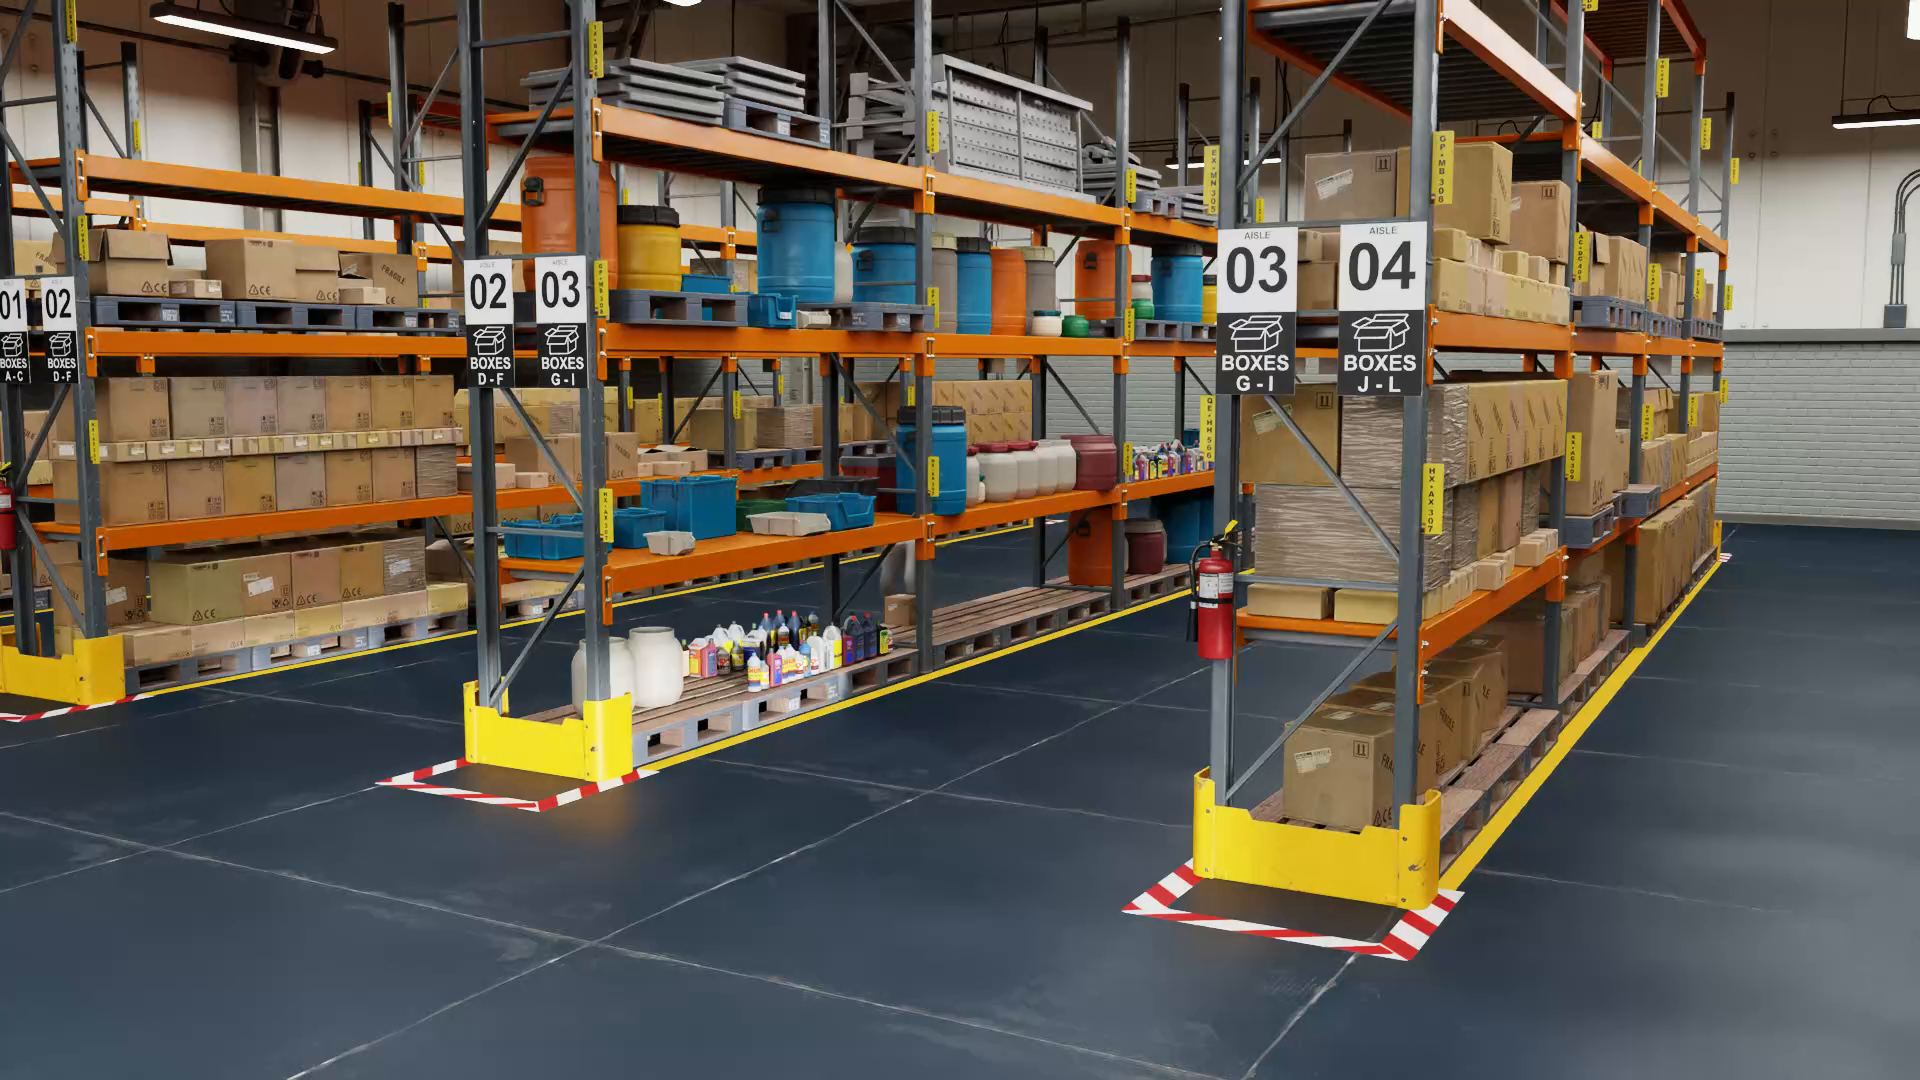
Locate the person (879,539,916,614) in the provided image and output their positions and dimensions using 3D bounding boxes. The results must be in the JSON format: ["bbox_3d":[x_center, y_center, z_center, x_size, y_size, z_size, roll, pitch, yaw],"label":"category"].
[{"bbox_3d":[-0.523,0.109,15.481,0.479,1.678,0.524,1,6,11],"label":"person"}]
